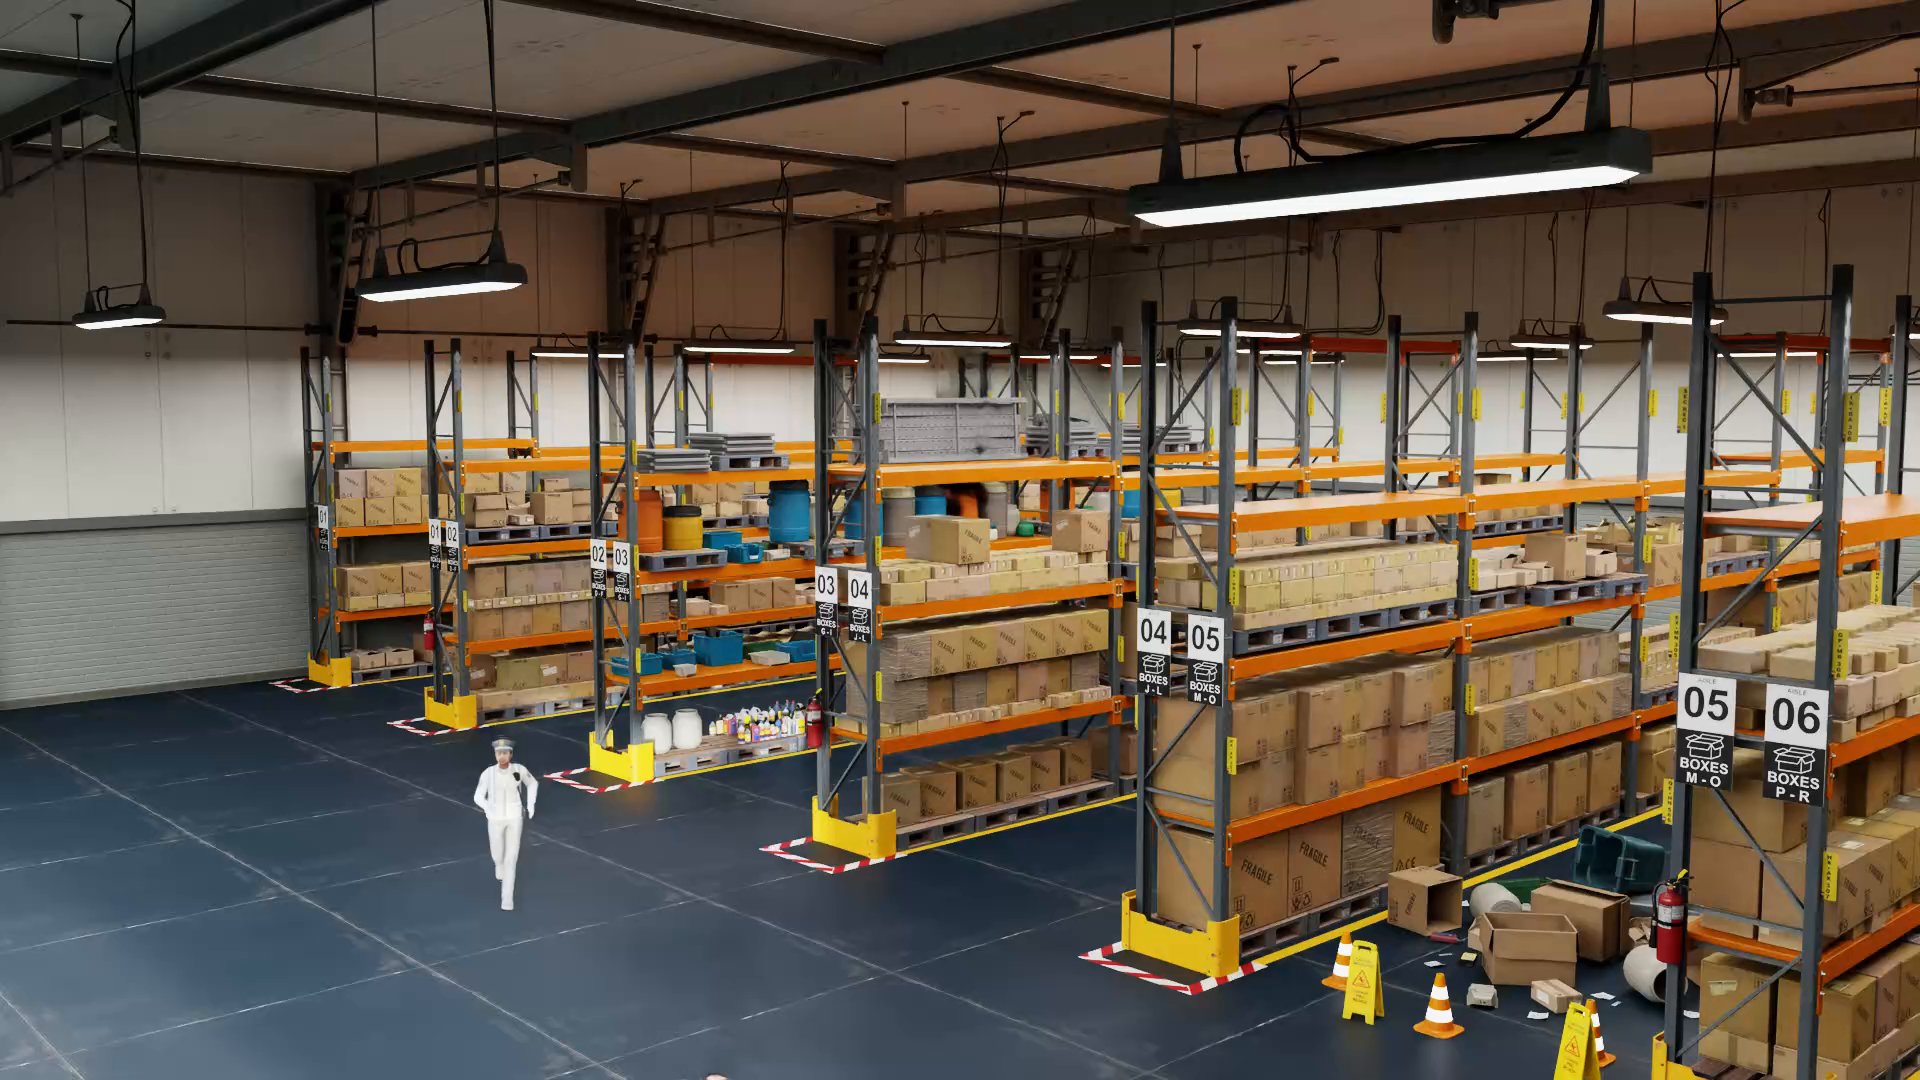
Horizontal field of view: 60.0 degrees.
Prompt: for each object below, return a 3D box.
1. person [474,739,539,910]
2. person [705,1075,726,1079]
[{"bbox_3d":[-4.614,2.840,16.936,0.630,1.661,0.938,-1,5,-13],"label":"person"},{"bbox_3d":[-1.256,3.584,8.572,0.661,1.698,0.728,-1,5,-6],"label":"person"}]
